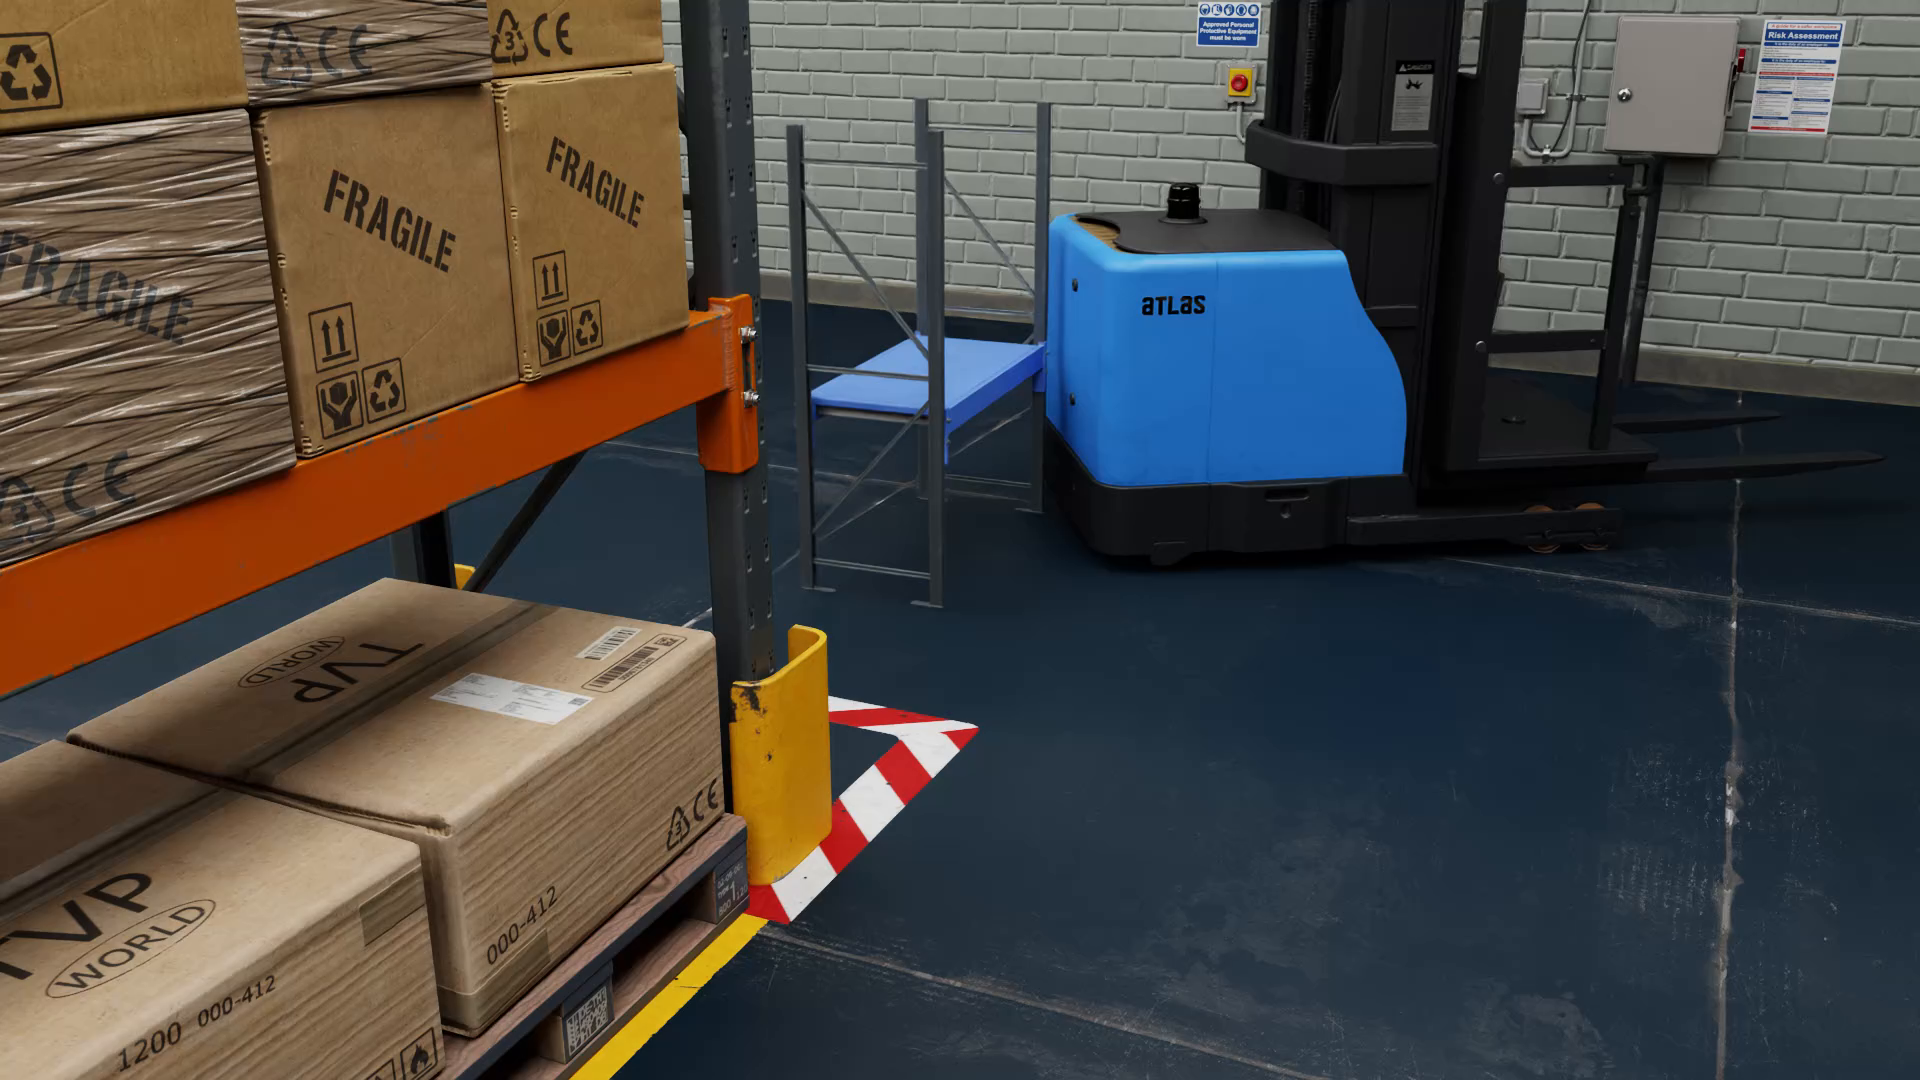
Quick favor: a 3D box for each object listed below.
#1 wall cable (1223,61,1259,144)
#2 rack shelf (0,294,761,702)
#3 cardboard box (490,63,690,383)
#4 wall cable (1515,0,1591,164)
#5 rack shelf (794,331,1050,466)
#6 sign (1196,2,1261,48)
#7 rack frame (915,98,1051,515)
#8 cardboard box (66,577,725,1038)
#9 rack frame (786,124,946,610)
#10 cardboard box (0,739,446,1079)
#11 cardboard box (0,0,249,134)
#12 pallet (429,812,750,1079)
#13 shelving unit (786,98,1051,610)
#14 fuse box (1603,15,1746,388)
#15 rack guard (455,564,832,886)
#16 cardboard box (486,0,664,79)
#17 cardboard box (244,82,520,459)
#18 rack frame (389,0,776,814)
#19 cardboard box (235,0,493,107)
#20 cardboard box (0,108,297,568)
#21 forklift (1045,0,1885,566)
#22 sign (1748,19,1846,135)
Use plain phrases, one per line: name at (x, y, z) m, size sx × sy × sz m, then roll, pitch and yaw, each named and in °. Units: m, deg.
wall cable at (1.387, -2.968, 8.275) m, size 0.585 × 1.953 × 0.123 m, roll 9°, pitch 21°, yaw 23°
rack shelf at (-1.720, 0.203, 1.996) m, size 1.077 × 0.370 × 4.000 m, roll 9°, pitch 21°, yaw 23°
cardboard box at (-0.857, -0.611, 3.061) m, size 0.500 × 0.500 × 0.500 m, roll 9°, pitch 21°, yaw 23°
wall cable at (2.686, -2.762, 7.743) m, size 0.588 × 1.984 × 0.122 m, roll 9°, pitch 21°, yaw 23°
rack shelf at (-0.104, -0.505, 5.688) m, size 0.538 × 0.185 × 1.000 m, roll 7°, pitch 21°, yaw 20°
sign at (1.368, -2.627, 8.476) m, size 0.327 × 0.218 × 0.001 m, roll 9°, pitch 21°, yaw 23°
rack frame at (0.078, -0.834, 6.075) m, size 0.500 × 1.500 × 0.032 m, roll 7°, pitch 21°, yaw 20°
cardboard box at (-1.080, 0.477, 3.348) m, size 0.875 × 0.438 × 0.875 m, roll 8°, pitch 21°, yaw 21°
rack frame at (-0.285, -0.516, 5.180) m, size 0.500 × 1.500 × 0.032 m, roll 7°, pitch 21°, yaw 20°
cardboard box at (-1.447, 0.758, 2.558) m, size 0.875 × 0.438 × 0.875 m, roll 9°, pitch 22°, yaw 24°
cardboard box at (-1.274, -0.771, 2.019) m, size 0.500 × 0.500 × 0.500 m, roll 8°, pitch 21°, yaw 22°
pallet at (-1.157, 0.821, 3.344) m, size 1.003 × 0.211 × 1.213 m, roll 9°, pitch 21°, yaw 23°
shelving unit at (-0.104, -0.675, 5.628) m, size 0.538 × 1.500 × 1.048 m, roll 7°, pitch 21°, yaw 20°
fuse box at (3.244, -1.535, 7.730) m, size 0.539 × 1.711 × 0.414 m, roll 9°, pitch 21°, yaw 23°
rack guard at (-0.891, 0.423, 4.034) m, size 1.175 × 0.500 × 0.348 m, roll 9°, pitch 21°, yaw 23°
cardboard box at (-0.881, -1.086, 2.904) m, size 0.500 × 0.500 × 0.500 m, roll 9°, pitch 22°, yaw 24°
cardboard box at (-1.076, -0.460, 2.635) m, size 0.500 × 0.500 × 0.500 m, roll 8°, pitch 21°, yaw 22°
rack frame at (-0.901, -0.748, 3.594) m, size 1.000 × 3.000 × 0.127 m, roll 9°, pitch 21°, yaw 23°
cardboard box at (-1.068, -0.922, 2.443) m, size 0.500 × 0.500 × 0.500 m, roll 9°, pitch 21°, yaw 23°
cardboard box at (-1.278, -0.301, 2.189) m, size 0.500 × 0.500 × 0.500 m, roll 9°, pitch 22°, yaw 24°
forklift at (1.878, -1.505, 5.827) m, size 3.031 × 2.935 × 1.130 m, roll -3°, pitch 20°, yaw -8°
sign at (3.779, -2.092, 7.518) m, size 0.329 × 0.494 × 0.001 m, roll 9°, pitch 21°, yaw 23°
